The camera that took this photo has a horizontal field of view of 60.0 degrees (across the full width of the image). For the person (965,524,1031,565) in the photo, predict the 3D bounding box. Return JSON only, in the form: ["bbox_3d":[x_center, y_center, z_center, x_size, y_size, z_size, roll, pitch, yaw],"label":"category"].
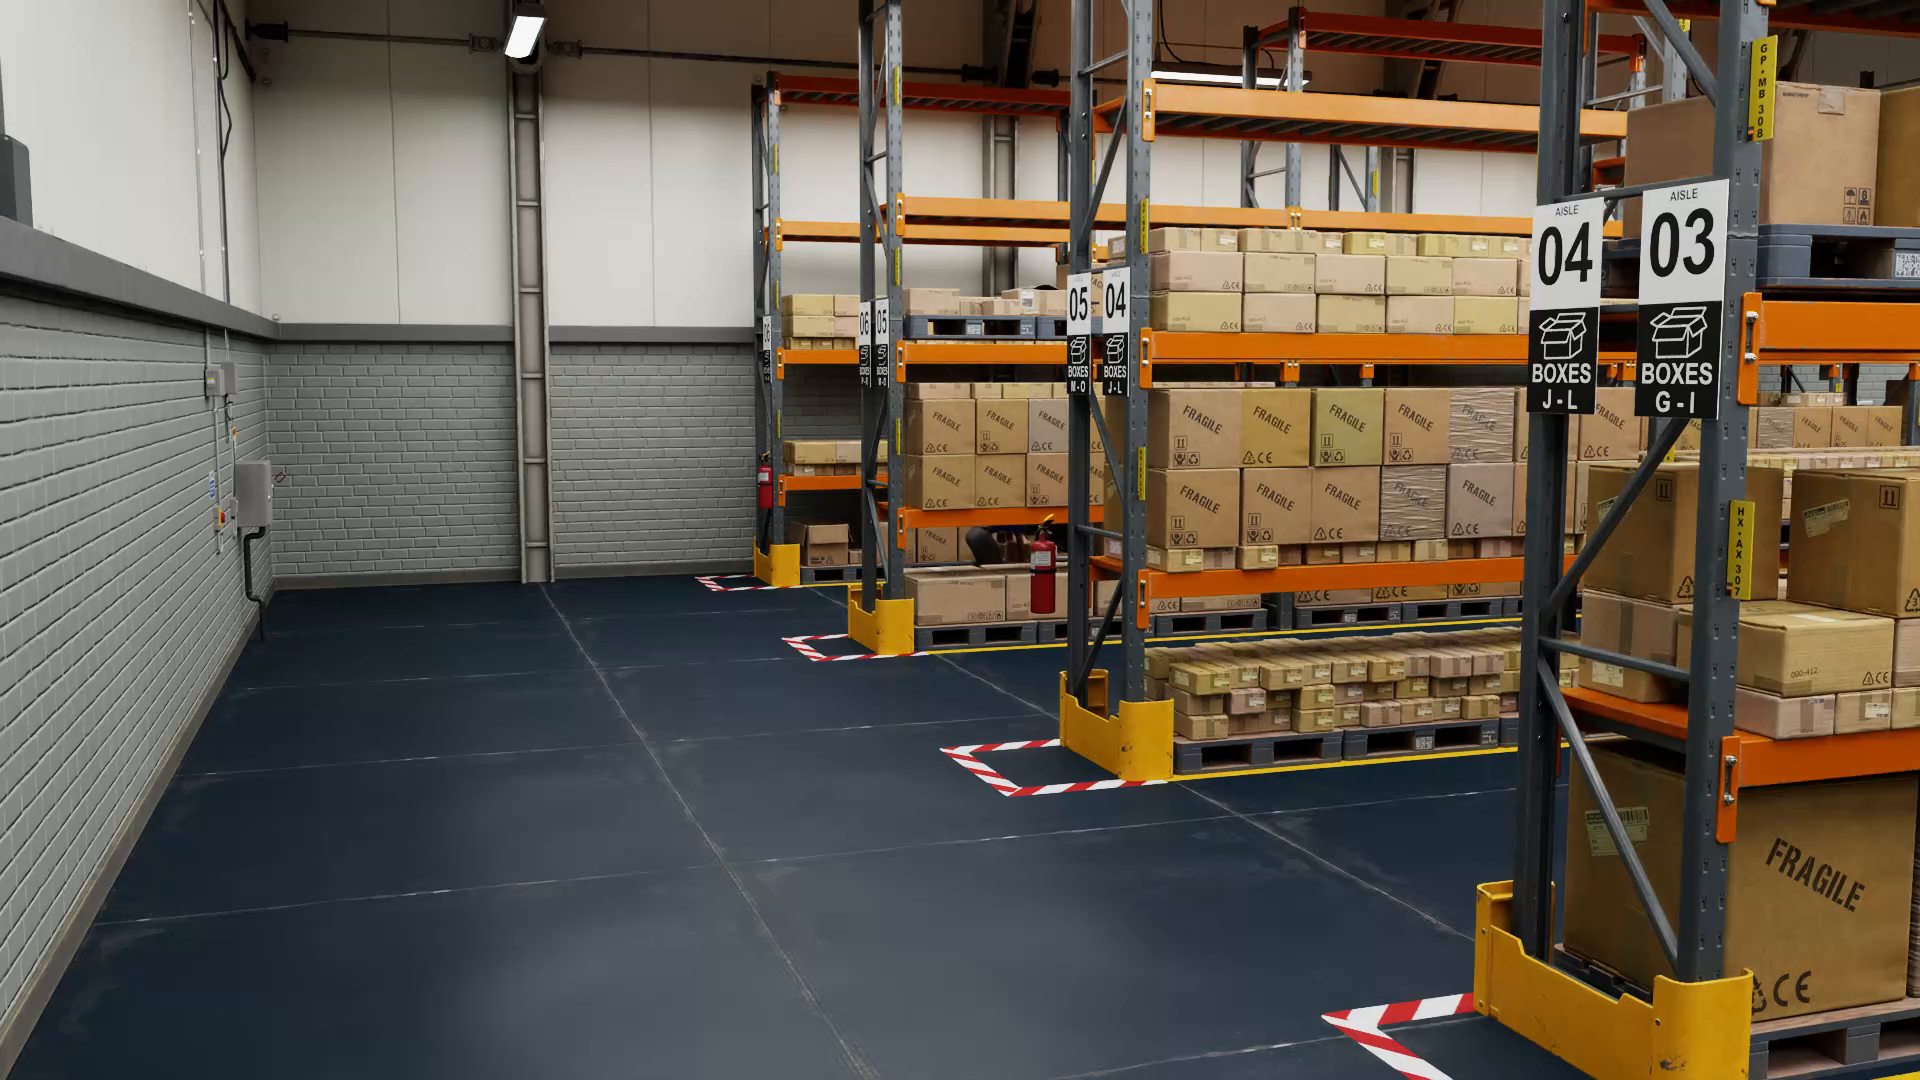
[{"bbox_3d":[0.453,0.127,17.558,0.787,1.317,0.422,-2,6,-19],"label":"person"}]
